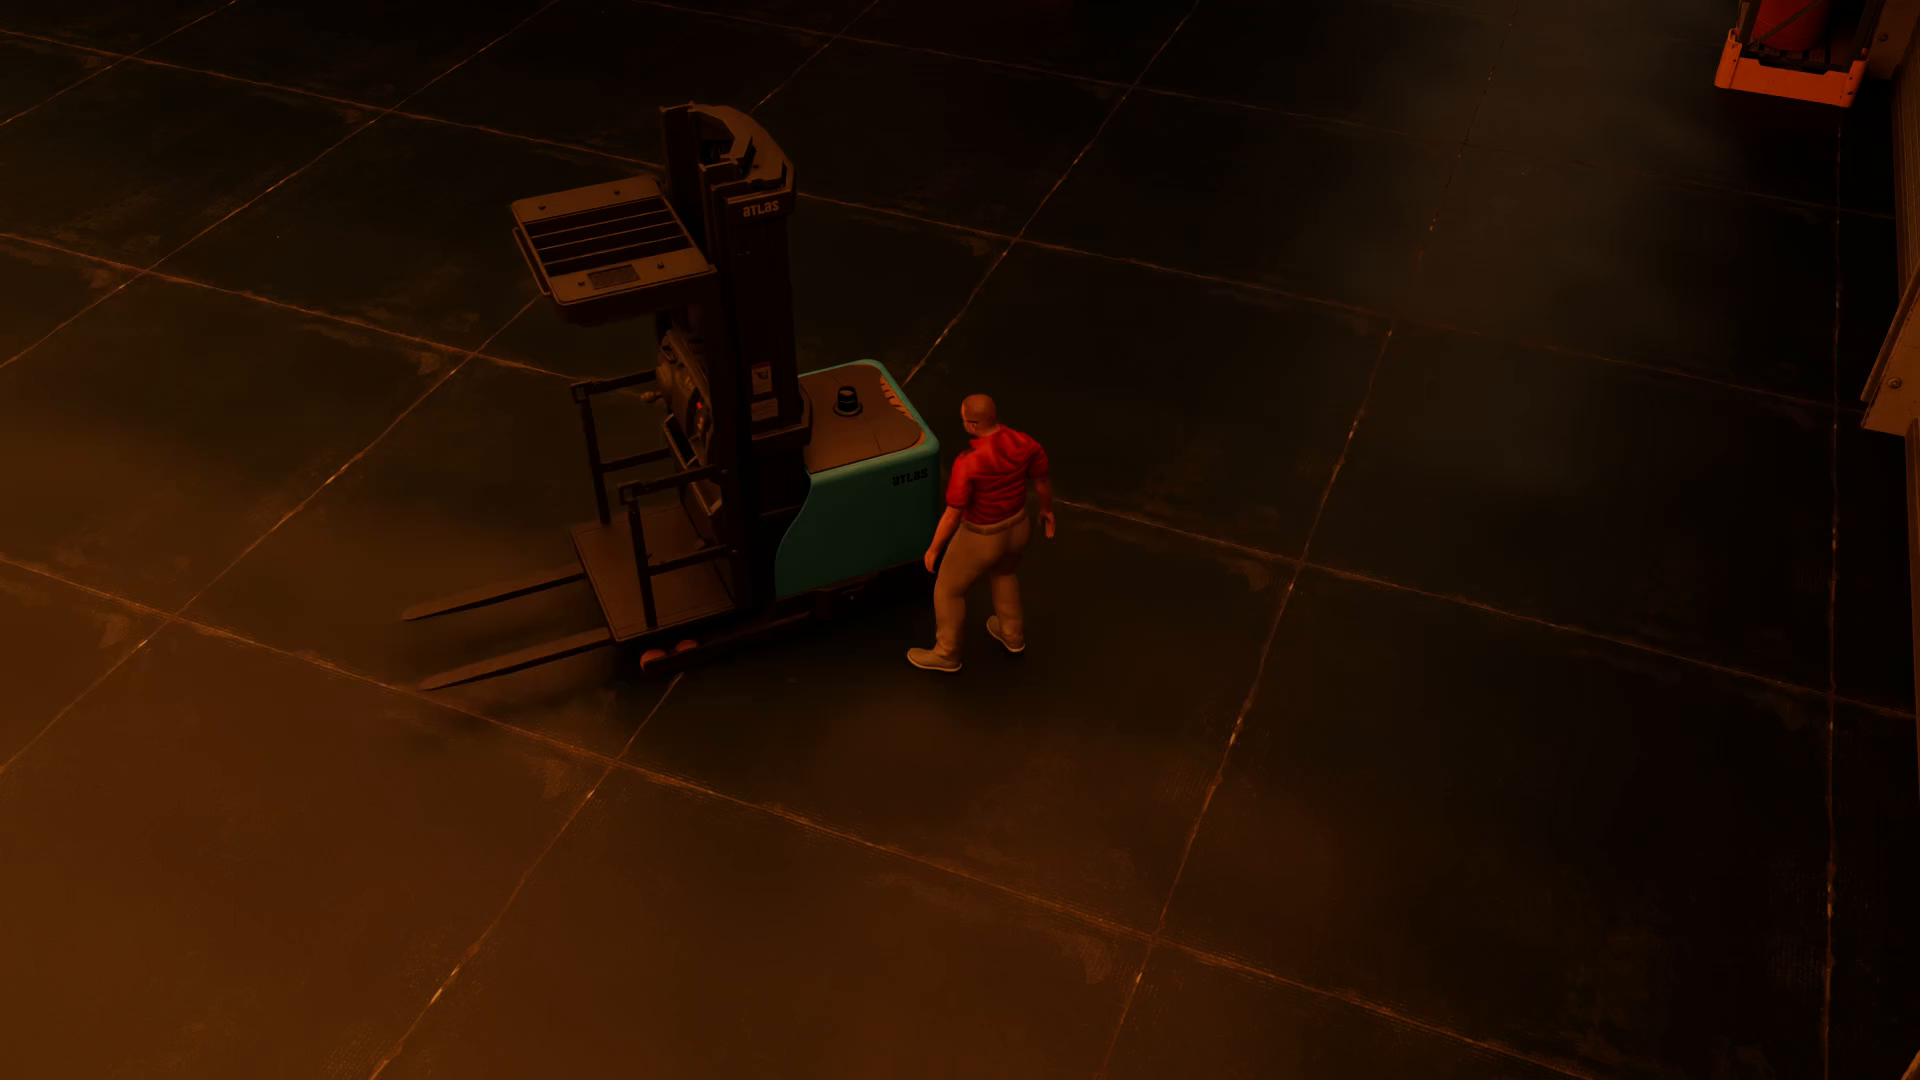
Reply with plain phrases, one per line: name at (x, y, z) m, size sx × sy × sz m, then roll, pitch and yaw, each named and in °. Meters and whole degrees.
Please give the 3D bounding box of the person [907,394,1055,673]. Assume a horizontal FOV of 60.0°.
person at (0.129, -0.046, 9.024) m, size 0.842 × 1.702 × 0.390 m, roll -27°, pitch 47°, yaw -28°

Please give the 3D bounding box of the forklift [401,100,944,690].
forklift at (-1.657, -0.735, 8.884) m, size 3.031 × 2.935 × 1.130 m, roll -16°, pitch 43°, yaw -18°
